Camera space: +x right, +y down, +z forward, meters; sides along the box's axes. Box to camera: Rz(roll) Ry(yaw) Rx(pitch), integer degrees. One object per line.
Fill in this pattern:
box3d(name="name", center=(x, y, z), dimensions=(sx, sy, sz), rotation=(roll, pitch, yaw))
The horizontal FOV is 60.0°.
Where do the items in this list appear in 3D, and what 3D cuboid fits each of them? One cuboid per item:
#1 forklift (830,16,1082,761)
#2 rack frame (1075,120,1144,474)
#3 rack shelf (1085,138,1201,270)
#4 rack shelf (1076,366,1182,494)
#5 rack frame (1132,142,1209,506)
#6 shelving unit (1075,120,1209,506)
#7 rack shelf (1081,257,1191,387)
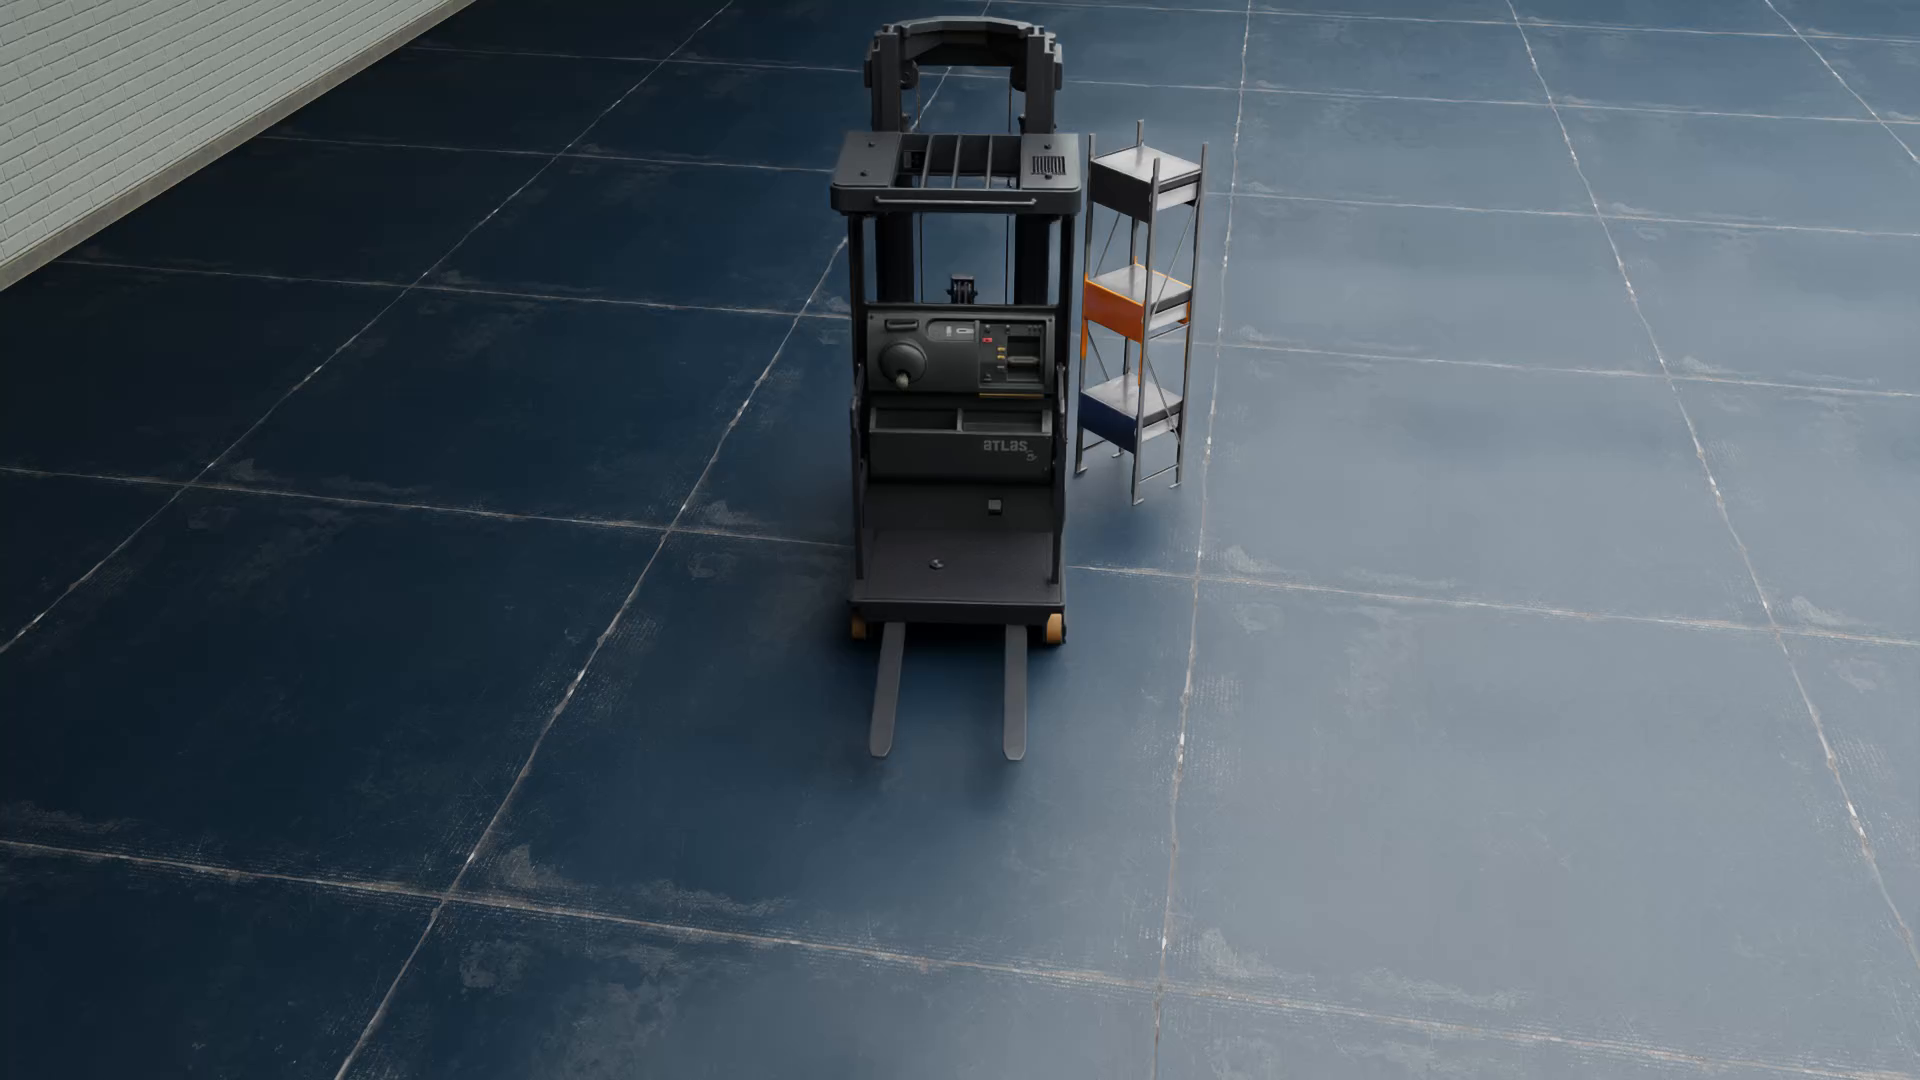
box3d(name="forklift", center=(-0.003, -0.879, 8.066), dimensions=(1.130, 2.935, 3.031), rotation=(1, 32, 2))
box3d(name="rack frame", center=(0.855, -1.359, 9.616), dimensions=(0.400, 2.100, 0.015), rotation=(-24, 39, -33))
box3d(name="rack shelf", center=(1.010, -1.841, 9.092), dimensions=(0.431, 0.518, 0.480), rotation=(-24, 39, -33))
box3d(name="rack shelf", center=(1.010, -0.654, 9.835), dimensions=(0.431, 0.518, 0.480), rotation=(-24, 39, -33))
box3d(name="rack frame", center=(1.165, -1.159, 9.297), dimensions=(0.400, 2.100, 0.015), rotation=(-24, 39, -33))
box3d(name="shelving unit", center=(1.010, -1.259, 9.456), dimensions=(0.431, 2.100, 0.503), rotation=(-24, 39, -33))
box3d(name="rack shelf", center=(1.010, -1.248, 9.464), dimensions=(0.431, 0.518, 0.480), rotation=(-24, 39, -33))
